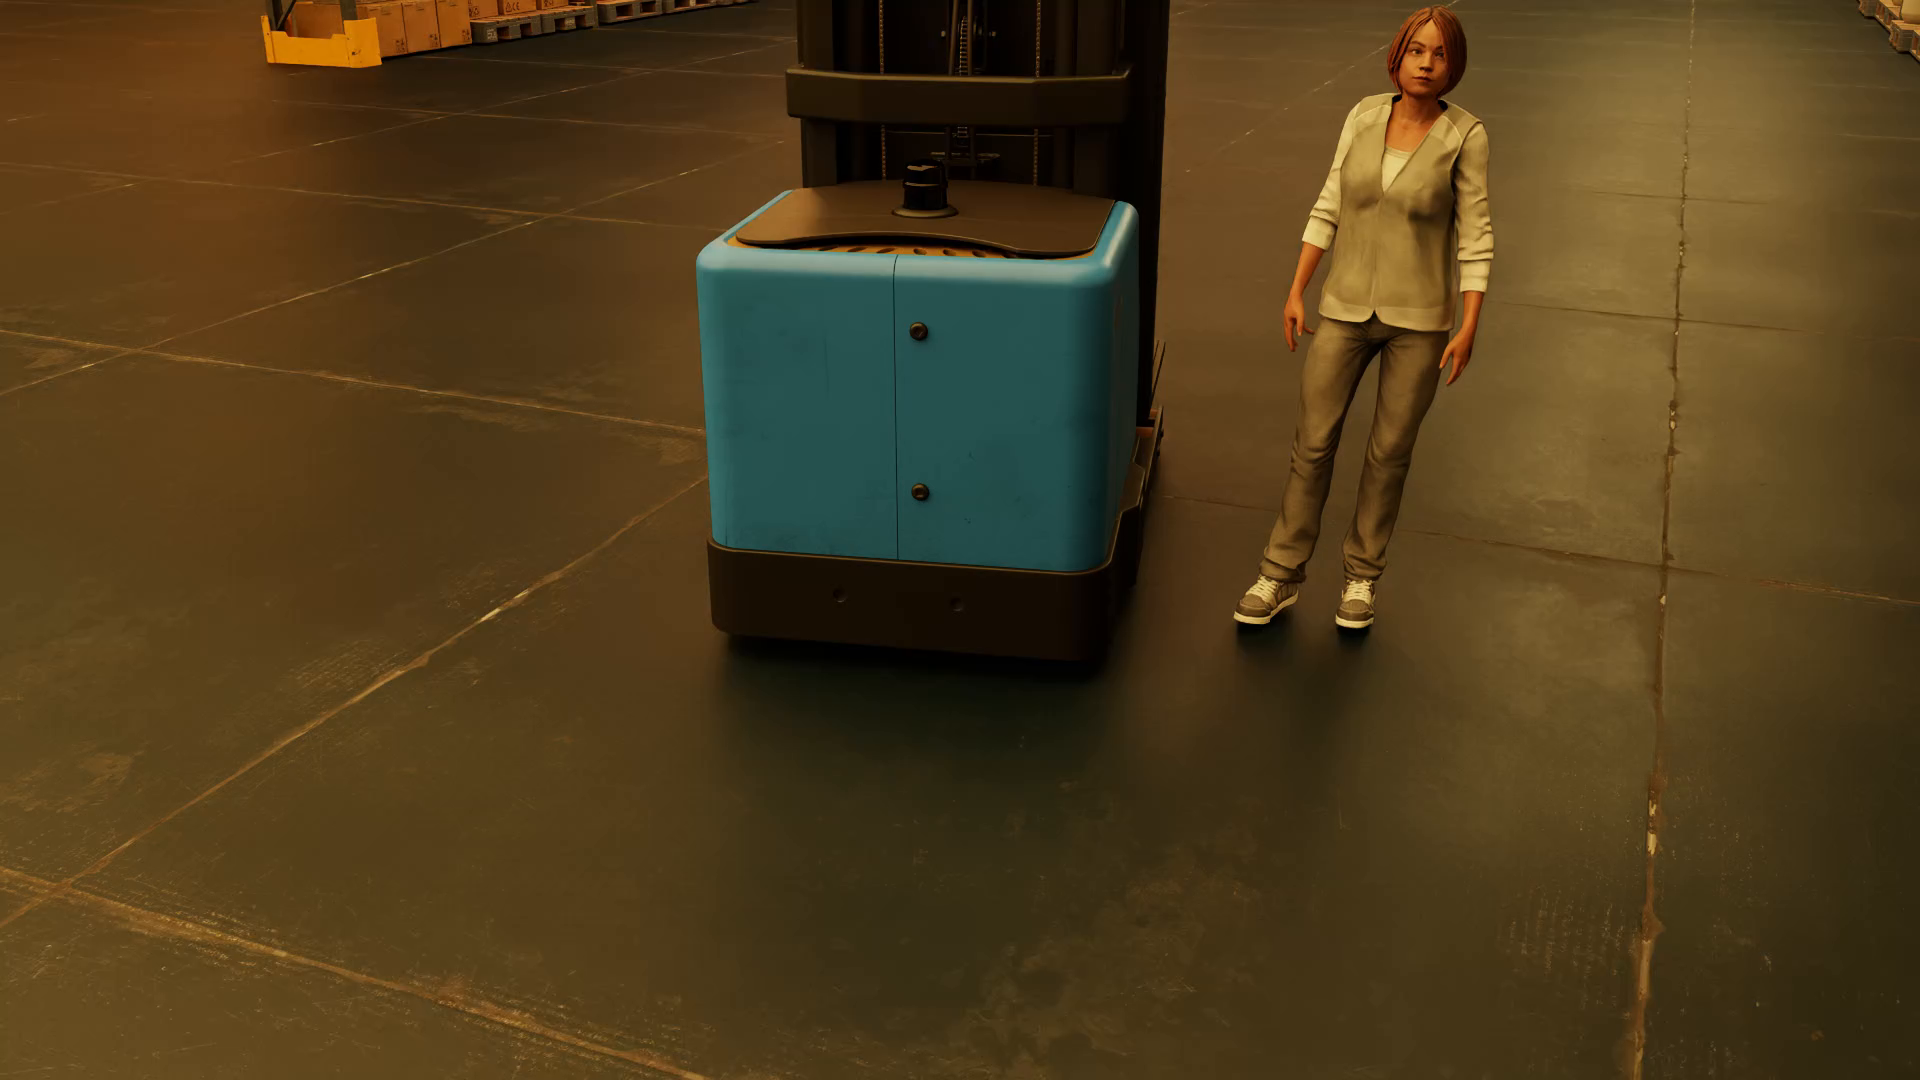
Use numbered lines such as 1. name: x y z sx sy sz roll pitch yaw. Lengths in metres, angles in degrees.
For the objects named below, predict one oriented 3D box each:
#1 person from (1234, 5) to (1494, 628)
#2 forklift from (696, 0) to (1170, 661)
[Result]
1. person: 1.063 -0.536 4.285 0.520 1.596 0.476 11 25 25
2. forklift: 0.106 -1.584 5.083 1.130 2.935 3.031 4 23 9
